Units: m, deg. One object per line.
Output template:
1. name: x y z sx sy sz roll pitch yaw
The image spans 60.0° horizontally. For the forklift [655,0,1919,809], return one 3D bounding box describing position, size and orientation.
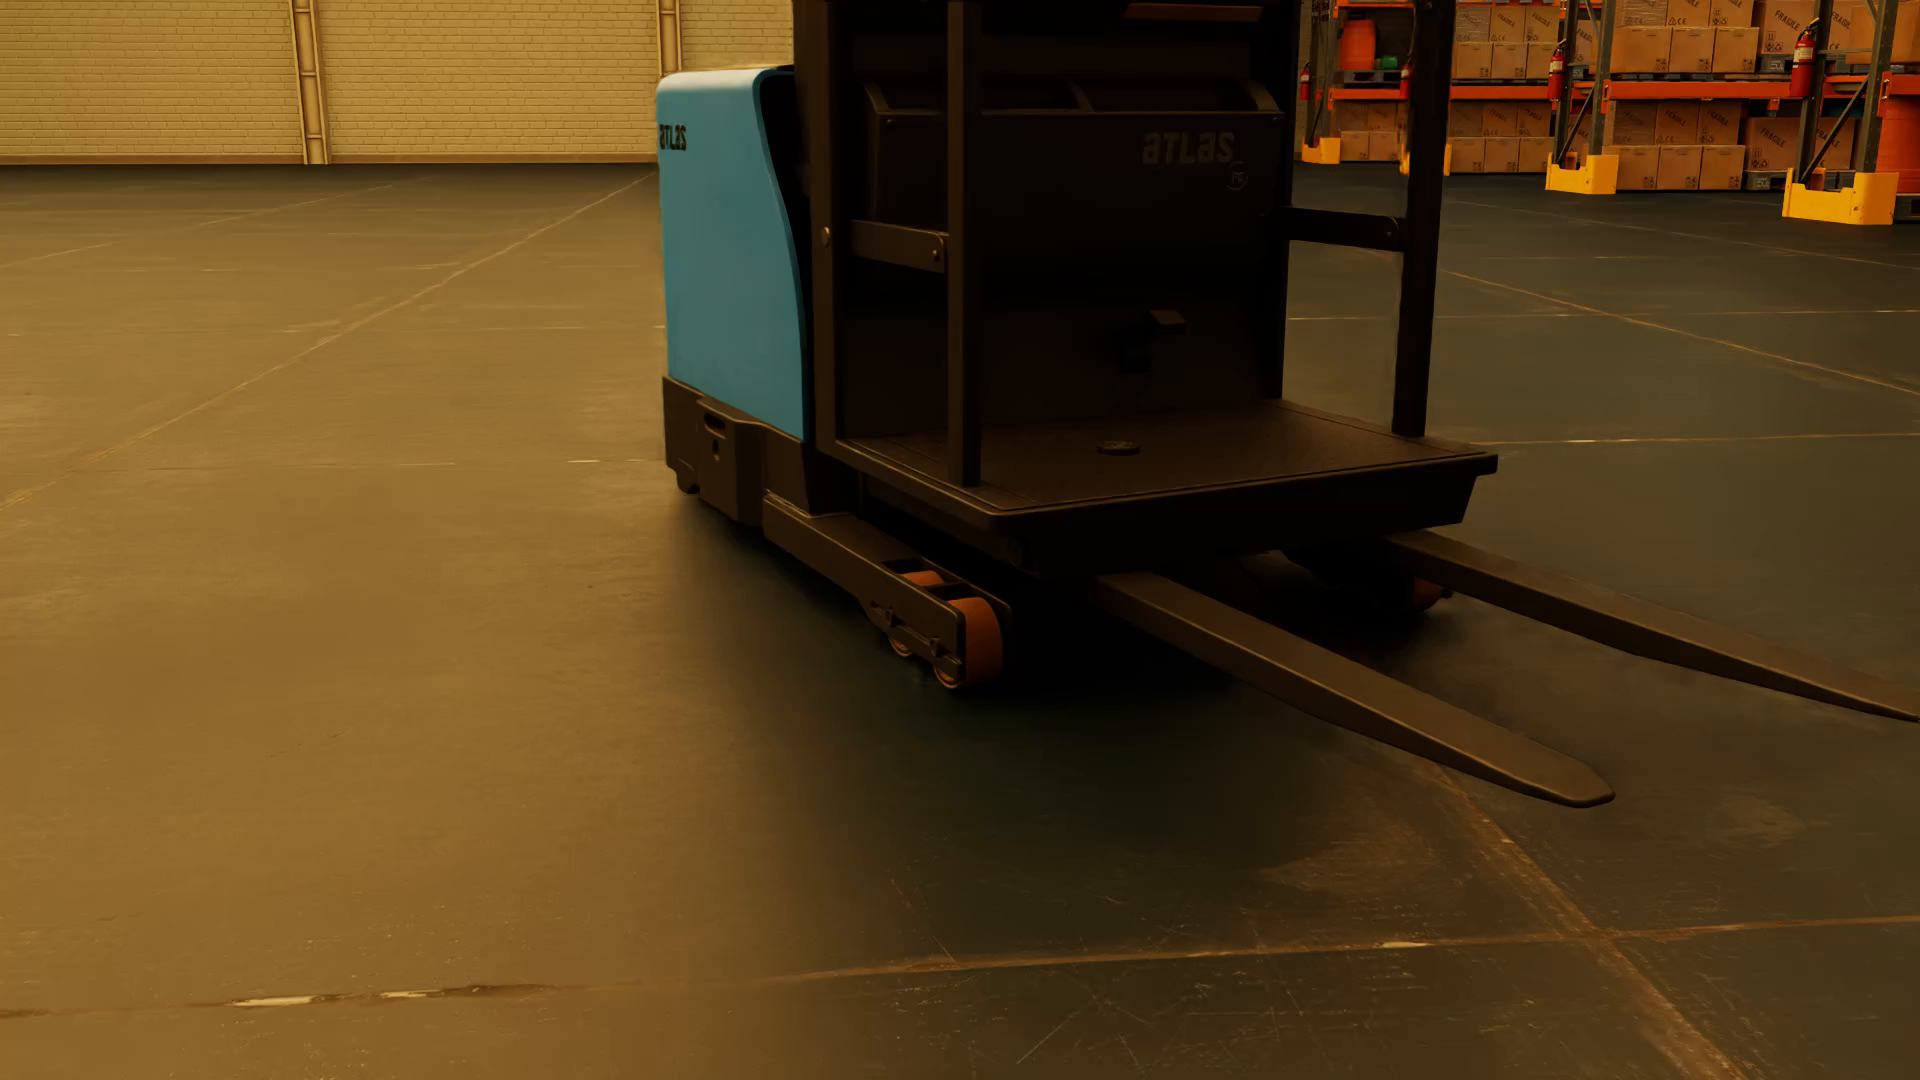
1. forklift: 0.329 -1.281 3.042 1.130 2.935 3.031 -7 16 -26
